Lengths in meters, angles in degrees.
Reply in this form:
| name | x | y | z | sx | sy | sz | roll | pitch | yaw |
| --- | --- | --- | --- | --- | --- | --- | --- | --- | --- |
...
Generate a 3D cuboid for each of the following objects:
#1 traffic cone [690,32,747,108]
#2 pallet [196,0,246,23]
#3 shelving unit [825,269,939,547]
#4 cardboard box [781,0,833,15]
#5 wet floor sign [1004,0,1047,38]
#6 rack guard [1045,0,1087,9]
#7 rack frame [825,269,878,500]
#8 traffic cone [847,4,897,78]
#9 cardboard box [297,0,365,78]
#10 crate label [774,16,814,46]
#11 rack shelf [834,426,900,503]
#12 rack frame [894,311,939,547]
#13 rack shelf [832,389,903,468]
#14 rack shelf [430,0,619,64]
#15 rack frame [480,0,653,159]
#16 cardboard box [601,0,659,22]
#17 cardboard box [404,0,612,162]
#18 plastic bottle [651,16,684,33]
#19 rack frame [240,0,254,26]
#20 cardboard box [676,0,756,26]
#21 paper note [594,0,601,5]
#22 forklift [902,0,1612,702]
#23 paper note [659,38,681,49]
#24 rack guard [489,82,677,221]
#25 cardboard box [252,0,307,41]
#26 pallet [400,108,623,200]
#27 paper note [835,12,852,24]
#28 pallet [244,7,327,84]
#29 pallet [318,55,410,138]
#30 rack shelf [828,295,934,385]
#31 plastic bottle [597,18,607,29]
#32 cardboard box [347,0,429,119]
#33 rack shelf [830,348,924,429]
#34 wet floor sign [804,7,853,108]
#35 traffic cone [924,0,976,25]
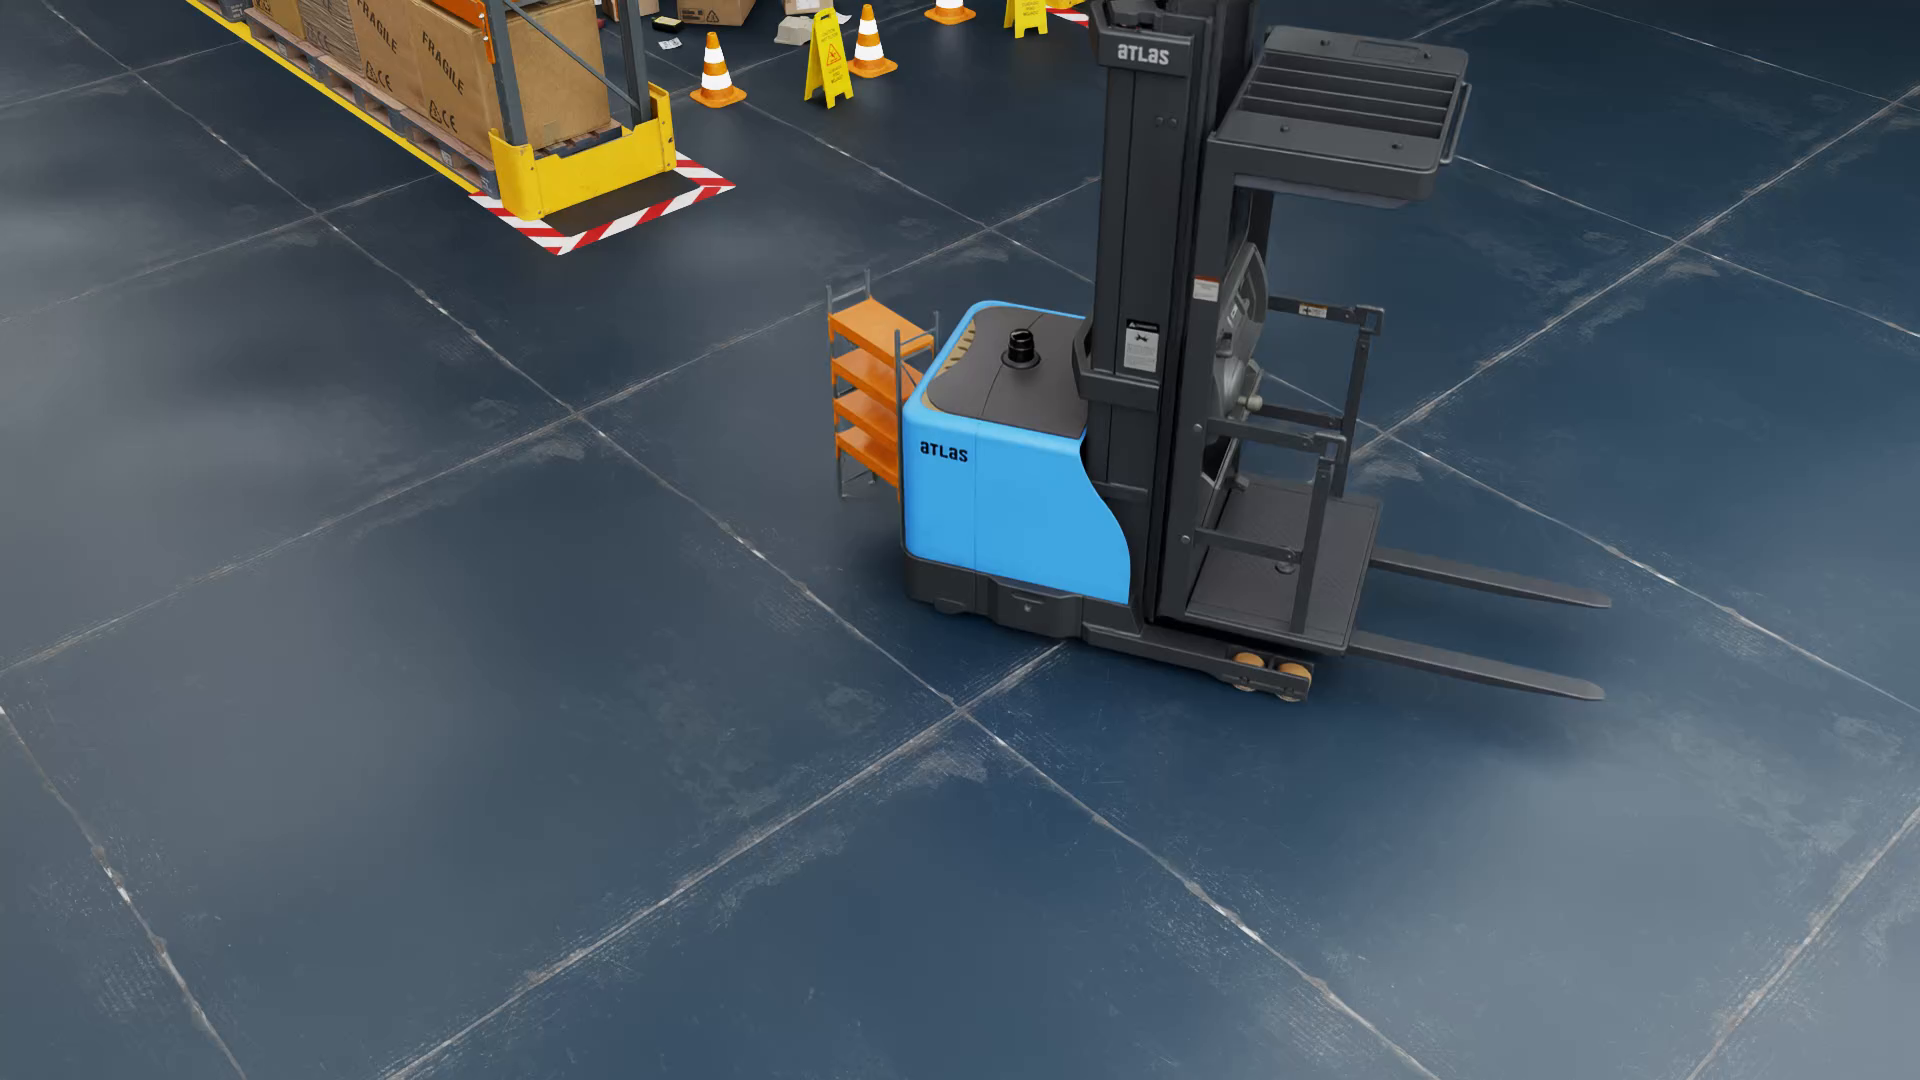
| name | x | y | z | sx | sy | sz | roll | pitch | yaw |
| --- | --- | --- | --- | --- | --- | --- | --- | --- | --- |
| traffic cone | -1.727 | -3.352 | 11.740 | 0.336 | 0.463 | 0.334 | -30 | 48 | -32 |
| pallet | -5.696 | -4.581 | 13.462 | 1.003 | 0.211 | 1.213 | -30 | 48 | -32 |
| shelving unit | -0.348 | -0.601 | 7.747 | 0.258 | 1.200 | 0.503 | -29 | 47 | -31 |
| cardboard box | -1.210 | -4.279 | 13.137 | 0.380 | 0.149 | 0.250 | -8 | 40 | -10 |
| wet floor sign | 0.505 | -4.181 | 12.621 | 0.267 | 0.644 | 0.232 | -15 | 41 | -17 |
| rack guard | 1.113 | -4.702 | 13.382 | 1.175 | 0.500 | 0.348 | -30 | 48 | -32 |
| rack frame | -0.508 | -0.717 | 7.890 | 0.240 | 1.200 | 0.015 | -29 | 47 | -31 |
| traffic cone | -0.664 | -3.675 | 12.139 | 0.336 | 0.463 | 0.334 | -30 | 48 | -32 |
| cardboard box | -4.133 | -3.941 | 11.807 | 0.875 | 0.875 | 0.875 | -30 | 47 | -31 |
| crate label | -1.242 | -3.885 | 12.660 | 0.298 | 0.136 | 0.250 | 11 | 40 | 13 |
| rack shelf | -0.348 | -0.394 | 7.914 | 0.258 | 0.148 | 0.480 | -29 | 47 | -31 |
| rack frame | -0.188 | -0.485 | 7.604 | 0.240 | 1.200 | 0.015 | -29 | 47 | -31 |
| rack shelf | -0.348 | -0.549 | 7.789 | 0.258 | 0.148 | 0.480 | -29 | 47 | -31 |
| rack shelf | -3.766 | -4.135 | 11.263 | 1.077 | 0.370 | 4.000 | -30 | 48 | -32 |
| rack frame | -2.414 | -3.489 | 9.891 | 1.000 | 3.000 | 0.127 | -30 | 48 | -32 |
| cardboard box | -2.600 | -4.264 | 13.026 | 0.396 | 0.266 | 0.258 | -22 | 44 | -25 |
| cardboard box | -2.921 | -3.112 | 10.780 | 0.875 | 0.875 | 0.875 | -30 | 47 | -32 |
| plastic bottle | -2.283 | -3.986 | 12.845 | 0.283 | 0.061 | 0.133 | 18 | 42 | 21 |
| rack frame | -5.119 | -5.341 | 12.183 | 1.000 | 3.000 | 0.127 | -30 | 48 | -32 |
| cardboard box | -1.889 | -4.406 | 13.012 | 0.637 | 0.503 | 0.797 | 5 | 39 | 6 |
| paper note | -2.853 | -4.332 | 13.303 | 0.172 | 0.023 | 0.155 | -15 | 41 | -17 |
| forklift | 1.315 | -0.829 | 6.651 | 3.031 | 2.935 | 1.130 | 13 | 41 | 15 |
| paper note | -2.195 | -3.762 | 12.592 | 0.144 | 0.017 | 0.142 | -15 | 41 | -17 |
| rack guard | -2.397 | -2.506 | 10.663 | 1.175 | 0.500 | 0.348 | -30 | 48 | -32 |
| cardboard box | -4.745 | -4.357 | 12.322 | 0.875 | 0.875 | 0.875 | -29 | 47 | -31 |
| pallet | -3.012 | -2.741 | 11.184 | 1.003 | 0.211 | 1.213 | -30 | 48 | -32 |
| paper note | -0.941 | -4.076 | 12.981 | 0.142 | 0.019 | 0.148 | 18 | 42 | 21 |
| pallet | -4.662 | -3.871 | 12.582 | 1.003 | 0.211 | 1.213 | -30 | 48 | -32 |
| pallet | -3.833 | -3.306 | 11.883 | 1.003 | 0.211 | 1.213 | -30 | 48 | -32 |
| rack shelf | -0.348 | -0.907 | 7.500 | 0.258 | 0.148 | 0.480 | -29 | 47 | -31 |
| plastic bottle | -2.853 | -3.969 | 12.823 | 0.133 | 0.061 | 0.283 | 18 | 42 | 21 |
| cardboard box | -3.518 | -3.518 | 11.284 | 0.875 | 0.875 | 0.875 | -31 | 48 | -32 |
| rack shelf | -0.348 | -0.723 | 7.649 | 0.258 | 0.148 | 0.480 | -29 | 47 | -31 |
| wet floor sign | -0.936 | -3.402 | 11.656 | 0.232 | 0.644 | 0.267 | 26 | 45 | 28 |
| traffic cone | -0.077 | -4.304 | 12.918 | 0.336 | 0.463 | 0.334 | -30 | 48 | -32 |
